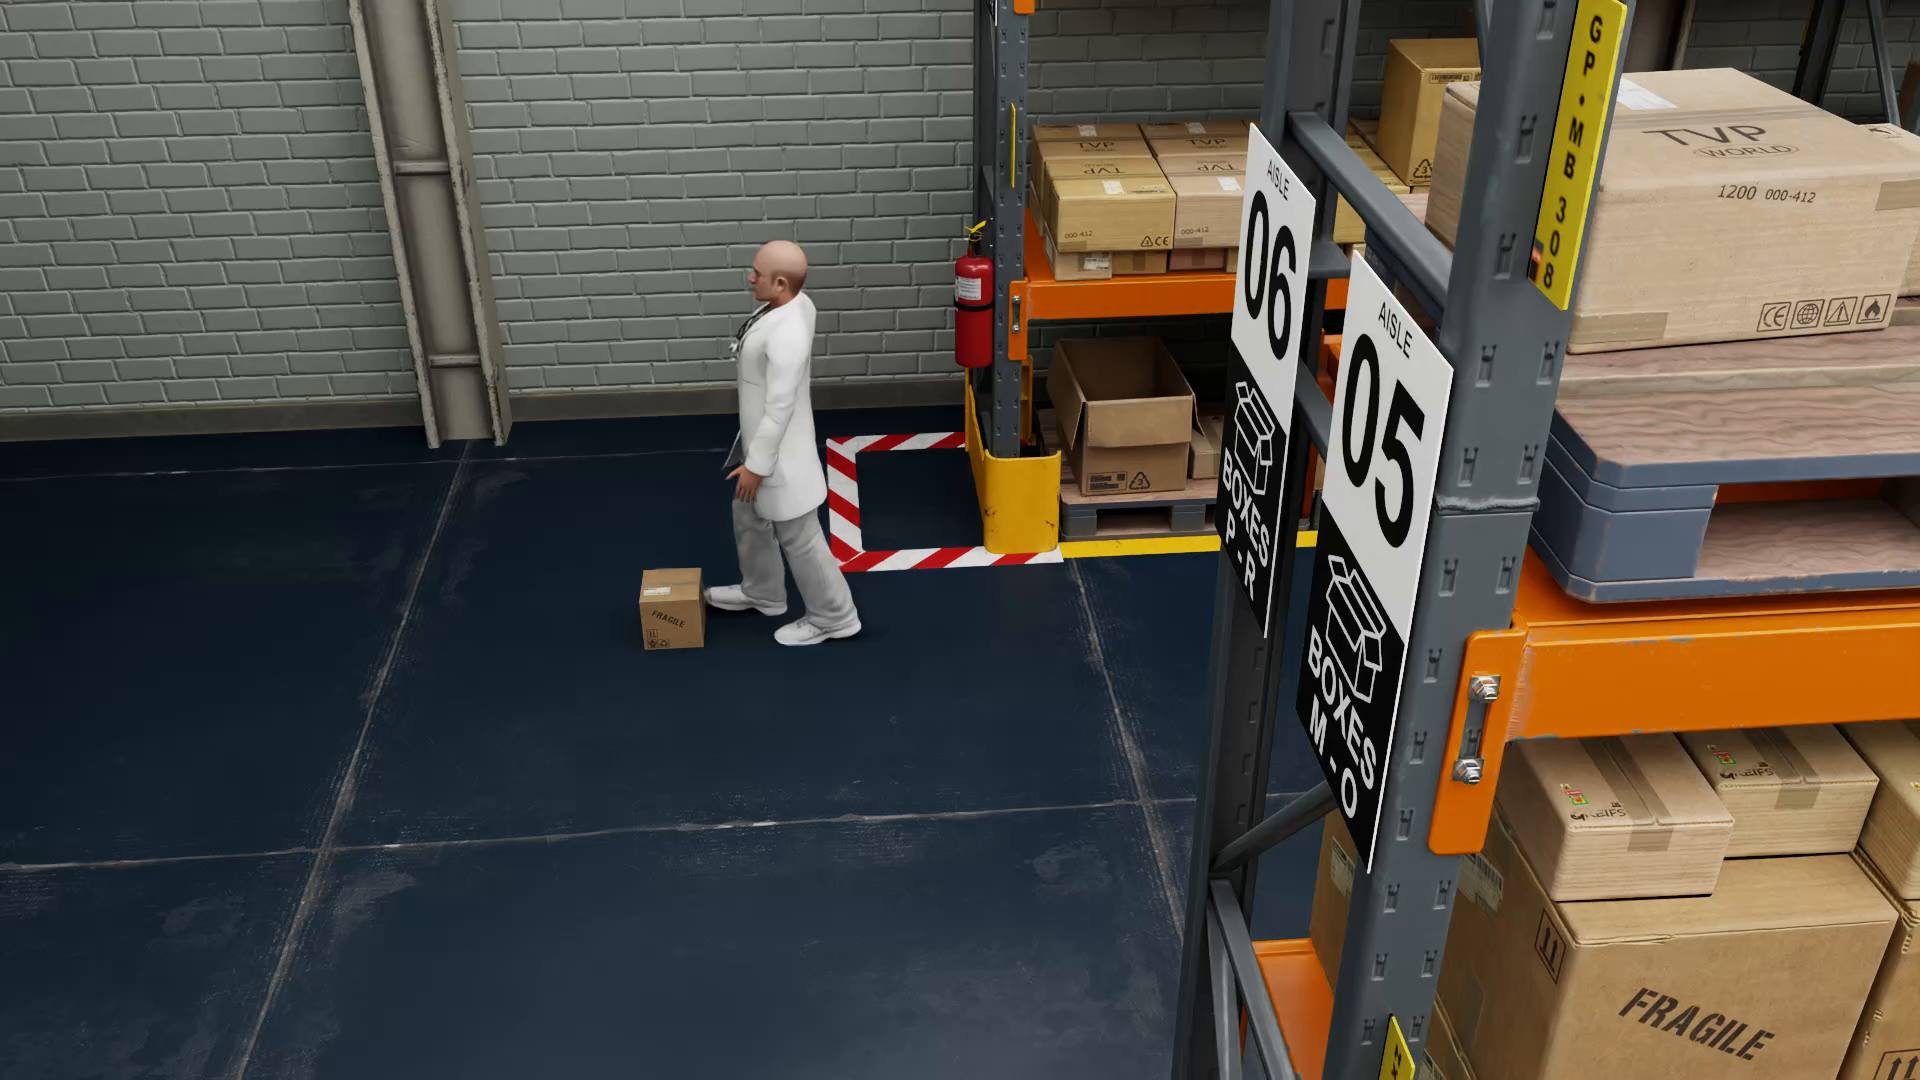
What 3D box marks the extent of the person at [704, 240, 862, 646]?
[{"bbox_3d":[-0.774,-0.371,6.800,0.688,1.778,0.569,-2,31,-4],"label":"person"}]
